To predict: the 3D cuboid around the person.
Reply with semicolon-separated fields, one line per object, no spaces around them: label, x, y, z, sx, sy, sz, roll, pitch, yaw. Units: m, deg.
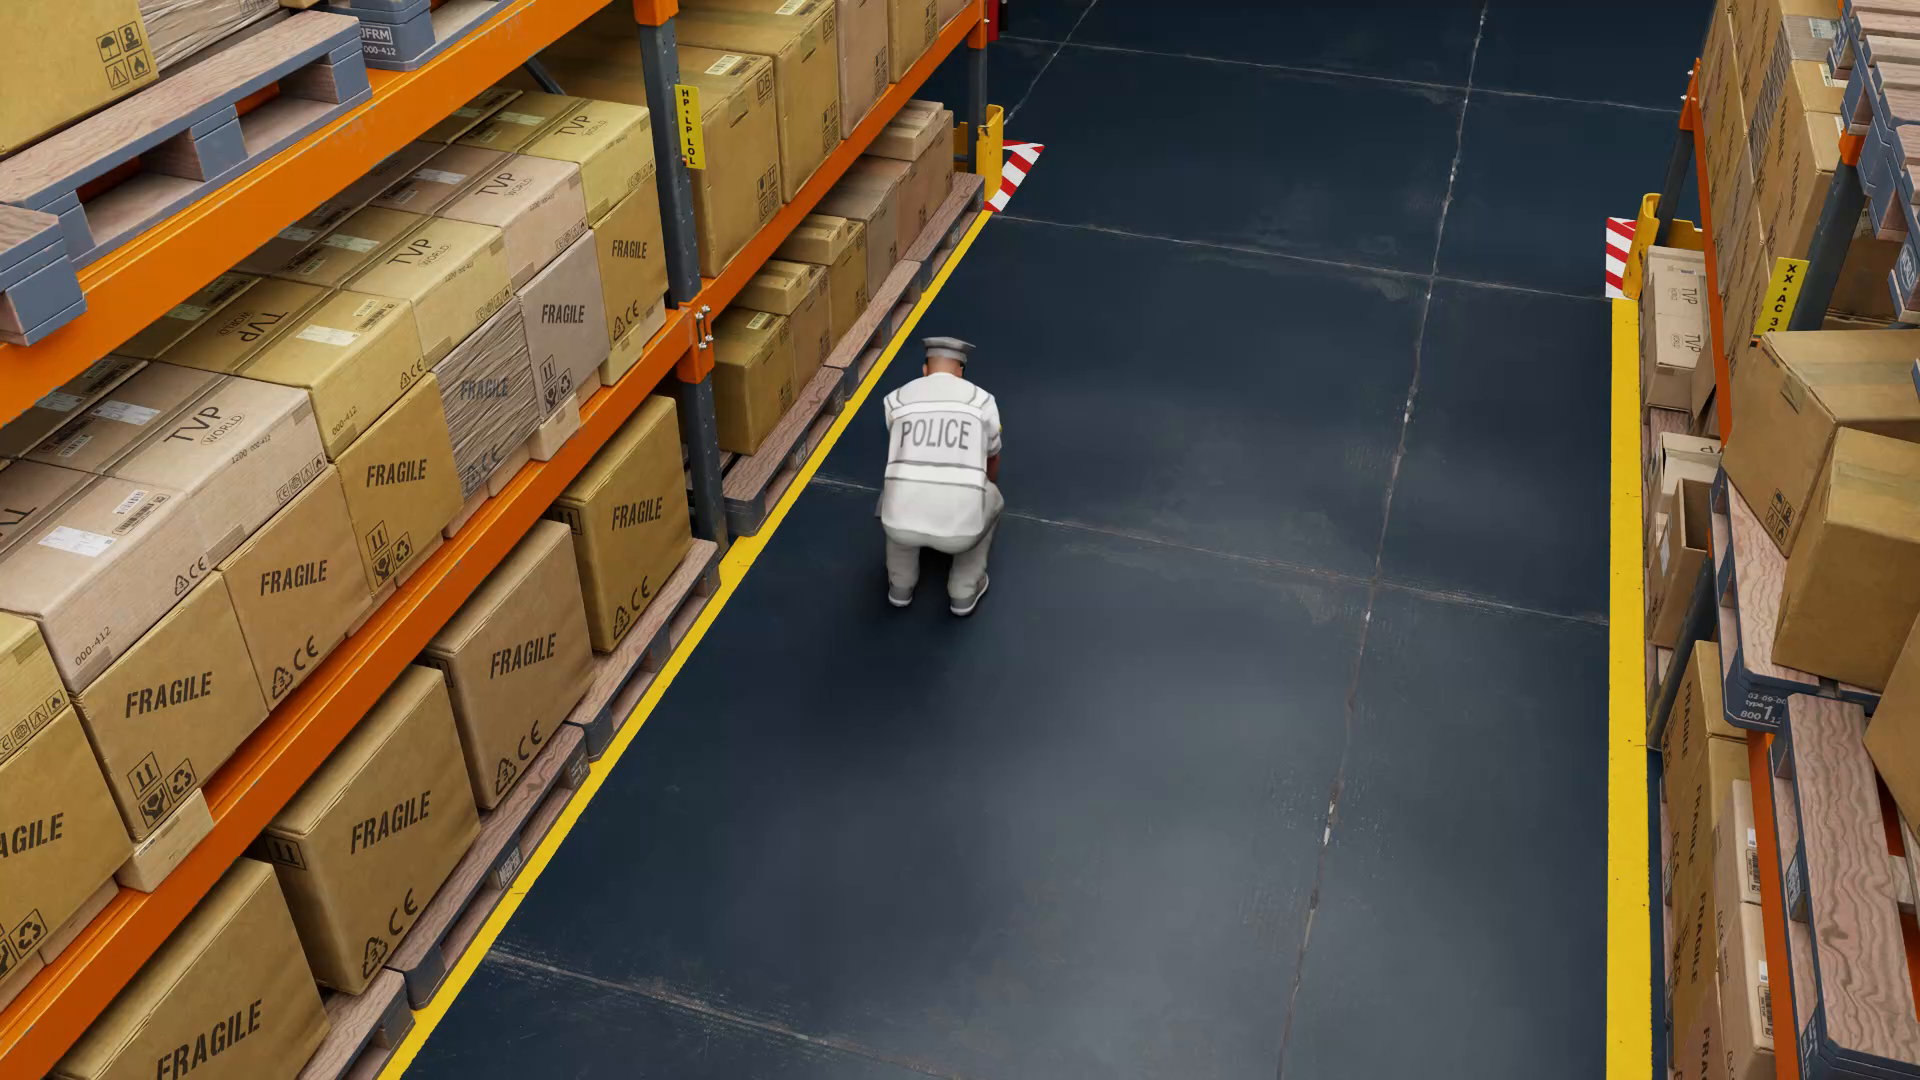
person;-0.080;-0.266;7.116;0.529;1.025;0.950;6;37;8
